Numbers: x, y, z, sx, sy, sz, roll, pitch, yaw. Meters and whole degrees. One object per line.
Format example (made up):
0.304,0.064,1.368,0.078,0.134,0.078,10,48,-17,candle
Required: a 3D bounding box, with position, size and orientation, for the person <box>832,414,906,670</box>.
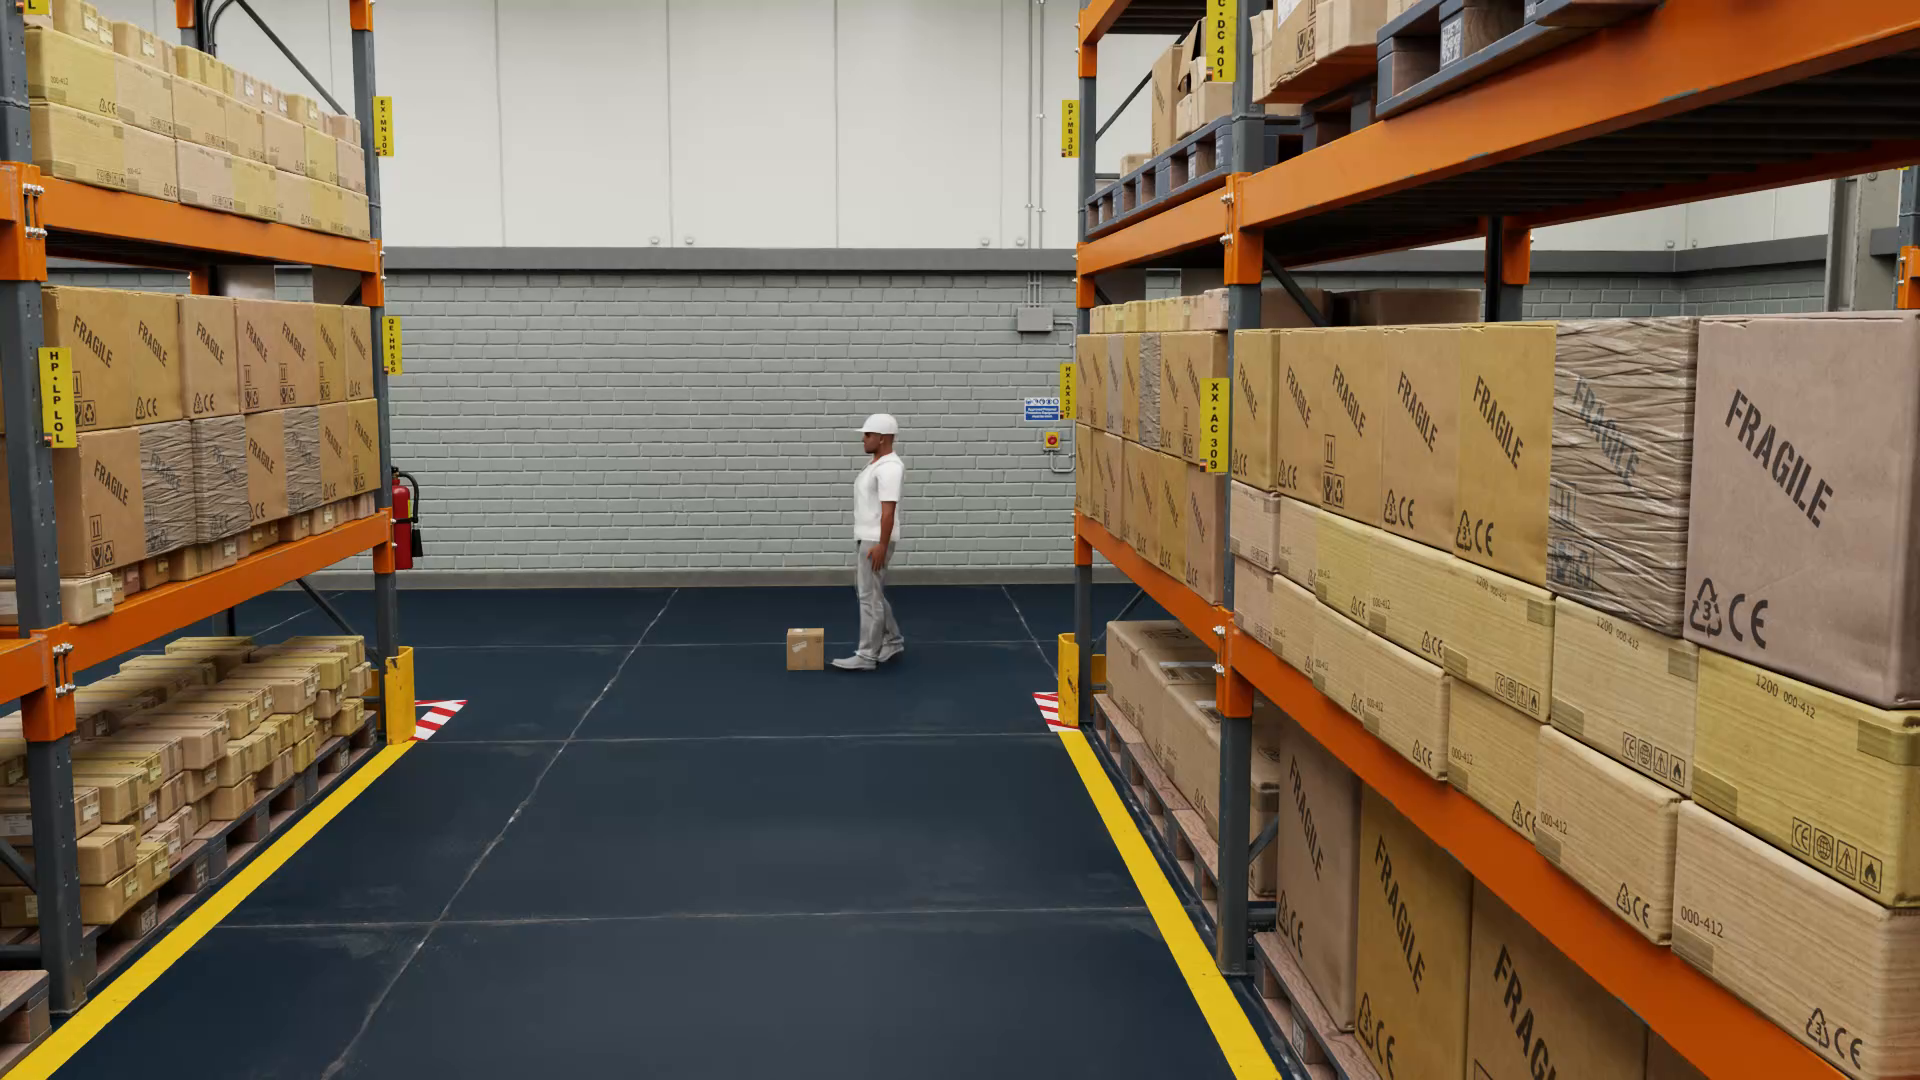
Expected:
-0.634,0.006,11.562,0.547,1.767,0.587,-1,7,-9,person
